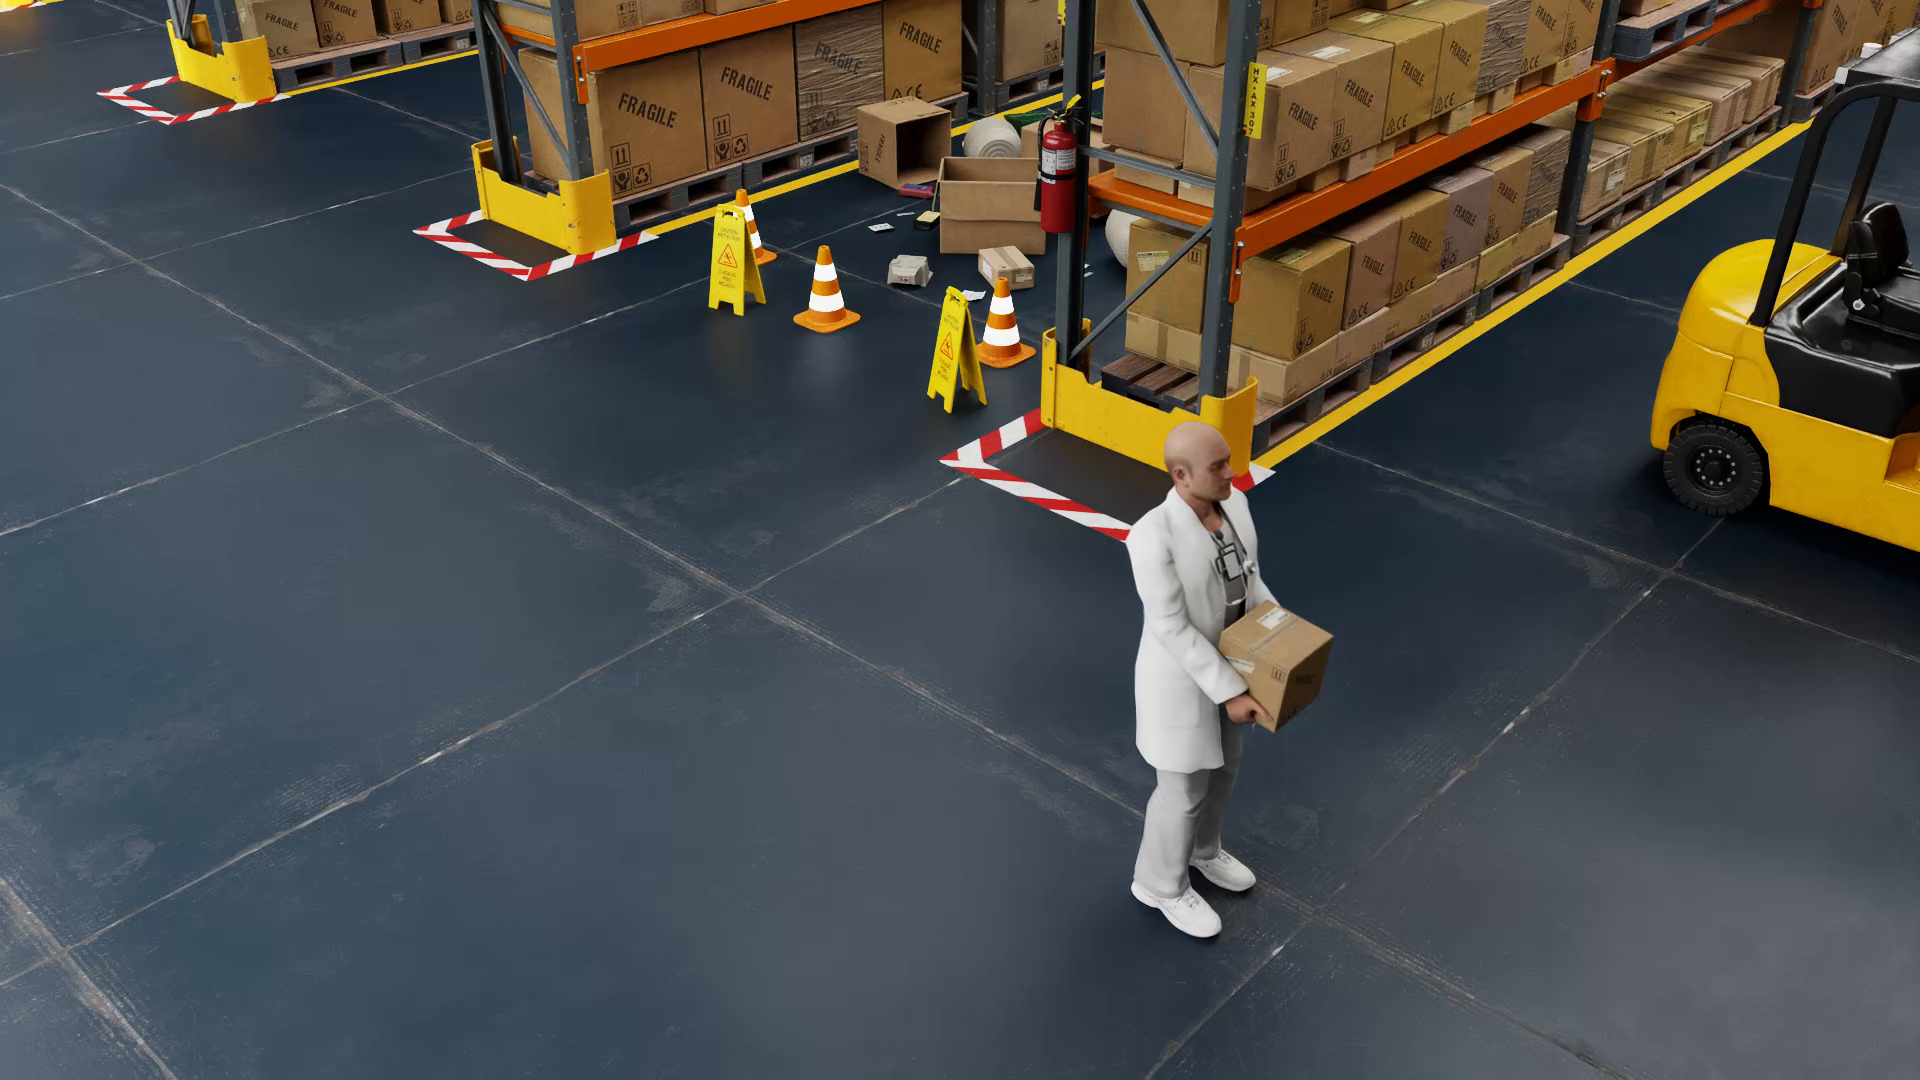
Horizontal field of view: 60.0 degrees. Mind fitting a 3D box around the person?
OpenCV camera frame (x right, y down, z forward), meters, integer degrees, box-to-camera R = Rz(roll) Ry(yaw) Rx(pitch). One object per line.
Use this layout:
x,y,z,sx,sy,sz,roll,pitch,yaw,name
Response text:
0.837,0.479,5.354,0.563,1.769,0.527,25,39,35,person
